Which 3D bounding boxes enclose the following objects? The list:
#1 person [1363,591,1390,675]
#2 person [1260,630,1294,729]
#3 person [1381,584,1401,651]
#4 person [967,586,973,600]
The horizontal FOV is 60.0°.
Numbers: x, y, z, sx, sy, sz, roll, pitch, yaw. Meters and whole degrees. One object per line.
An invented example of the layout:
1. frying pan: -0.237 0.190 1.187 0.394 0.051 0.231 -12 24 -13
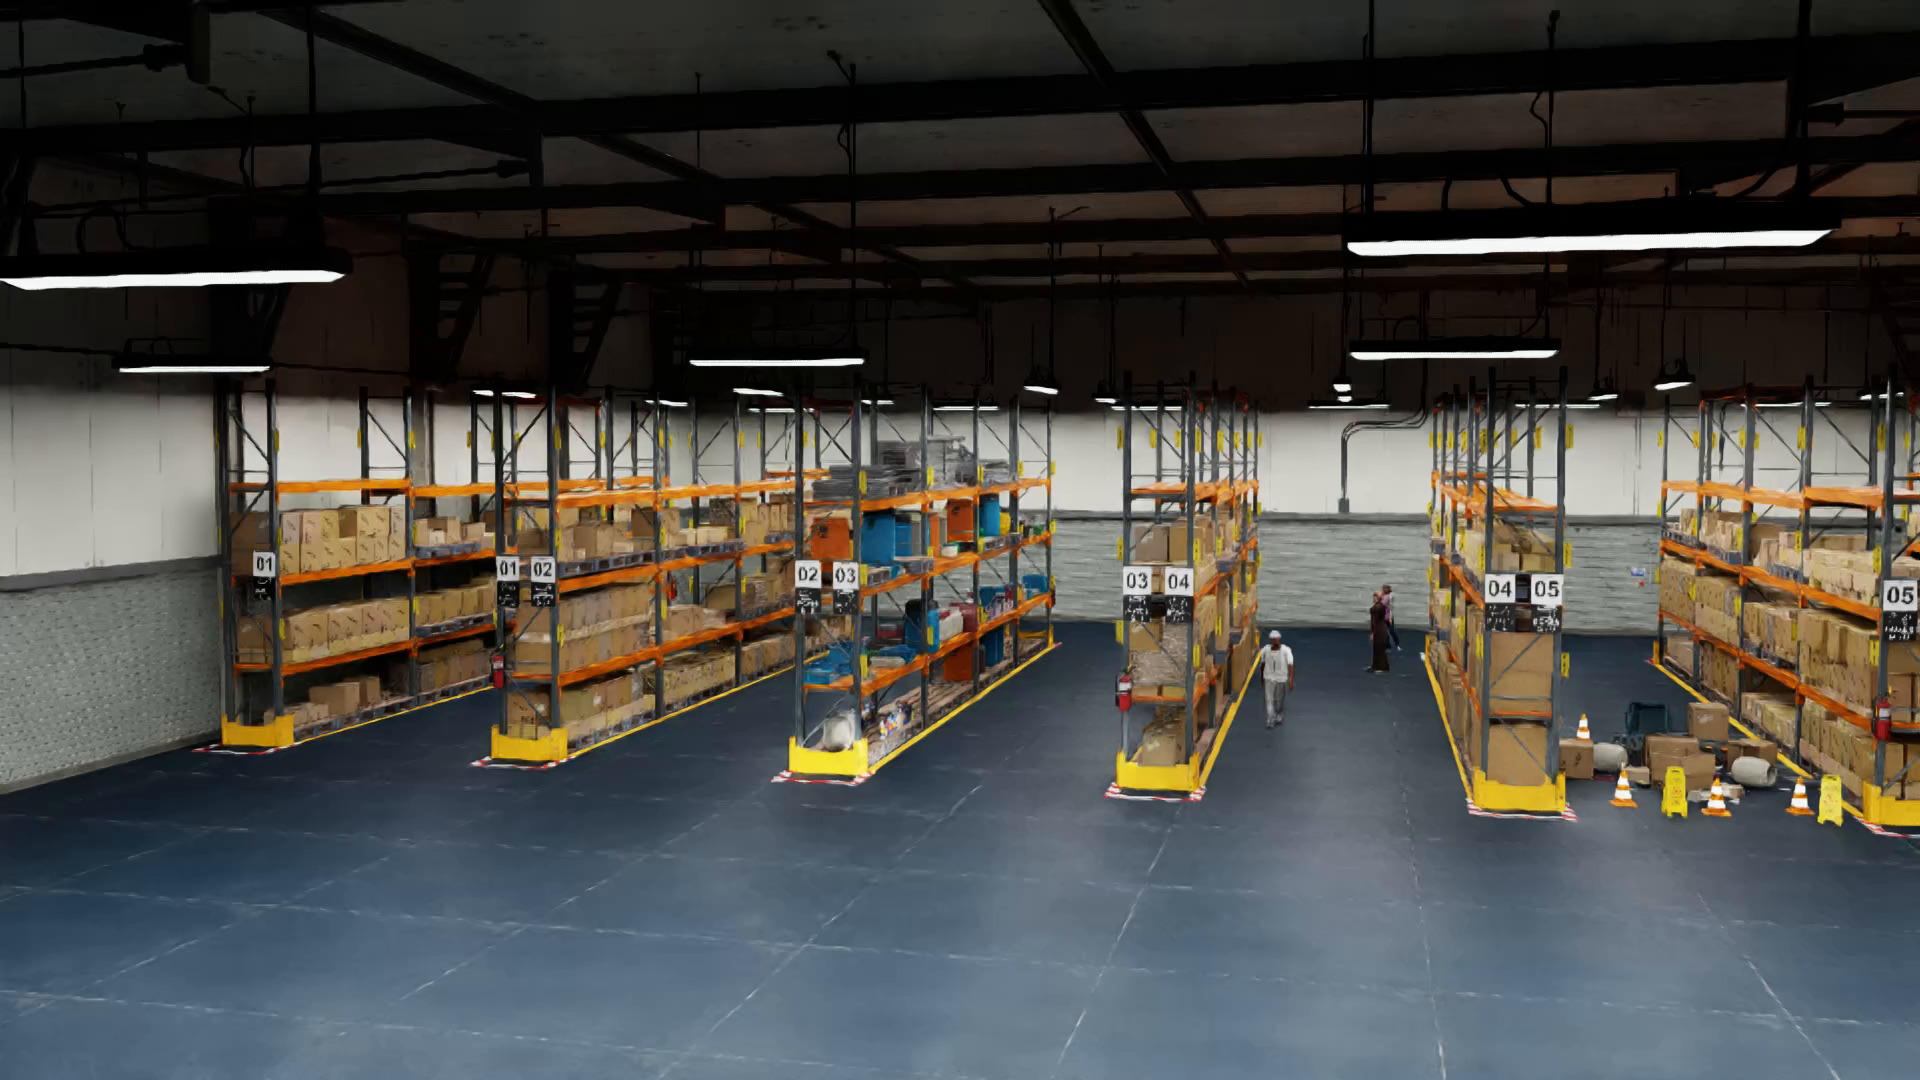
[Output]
1. person: 8.902 1.965 35.514 0.628 1.772 0.696 2 4 27
2. person: 5.518 2.409 28.957 0.589 1.716 1.043 1 4 12
3. person: 10.221 1.849 39.472 0.485 1.590 0.515 -1 4 -12
4. person: 0.333 1.888 37.895 0.489 1.689 0.483 -2 4 -30
